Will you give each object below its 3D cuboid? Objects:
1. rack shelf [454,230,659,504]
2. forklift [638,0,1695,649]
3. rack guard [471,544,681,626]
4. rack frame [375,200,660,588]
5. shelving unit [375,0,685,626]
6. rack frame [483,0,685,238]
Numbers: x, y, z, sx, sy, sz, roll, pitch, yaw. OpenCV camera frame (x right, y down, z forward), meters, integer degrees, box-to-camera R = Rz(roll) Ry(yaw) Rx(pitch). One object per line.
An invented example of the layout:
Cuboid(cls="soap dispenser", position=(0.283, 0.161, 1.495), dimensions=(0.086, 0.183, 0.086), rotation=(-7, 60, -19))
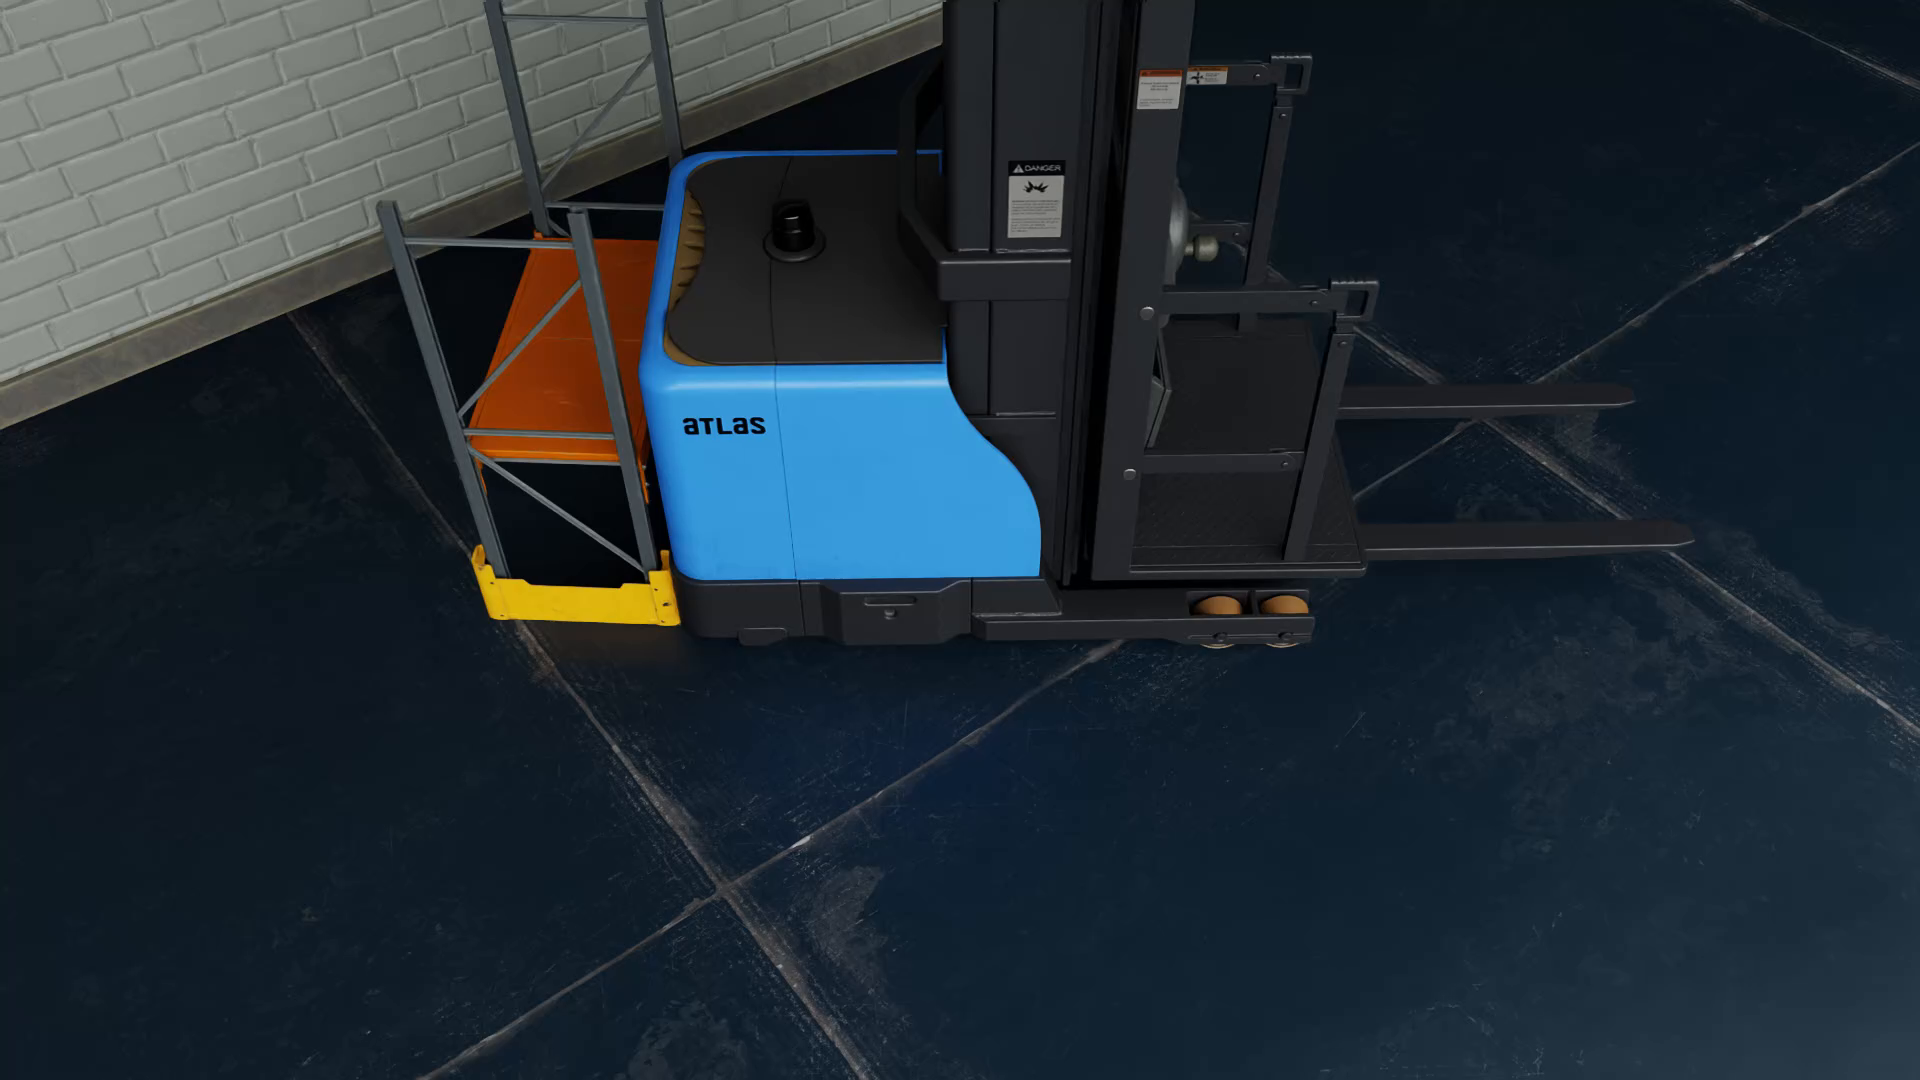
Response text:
Cuboid(cls="rack shelf", position=(-1.110, -0.540, 4.970), dimensions=(0.538, 0.185, 1.000), rotation=(2, 48, 2))
Cuboid(cls="forklift", position=(0.669, -1.057, 4.230), dimensions=(3.031, 2.935, 1.130), rotation=(-1, 48, -1))
Cuboid(cls="rack guard", position=(-1.135, 0.134, 4.960), dimensions=(0.587, 0.250, 0.087), rotation=(2, 48, 2))
Cuboid(cls="rack frame", position=(-1.135, -0.285, 4.496), dimensions=(0.500, 1.500, 0.032), rotation=(2, 48, 2))
Cuboid(cls="shelving unit", position=(-1.110, -0.654, 4.831), dimensions=(0.587, 1.500, 1.083), rotation=(2, 48, 2))
Cuboid(cls="rack frame", position=(-1.085, -1.037, 5.178), dimensions=(0.500, 1.500, 0.032), rotation=(2, 48, 2))
